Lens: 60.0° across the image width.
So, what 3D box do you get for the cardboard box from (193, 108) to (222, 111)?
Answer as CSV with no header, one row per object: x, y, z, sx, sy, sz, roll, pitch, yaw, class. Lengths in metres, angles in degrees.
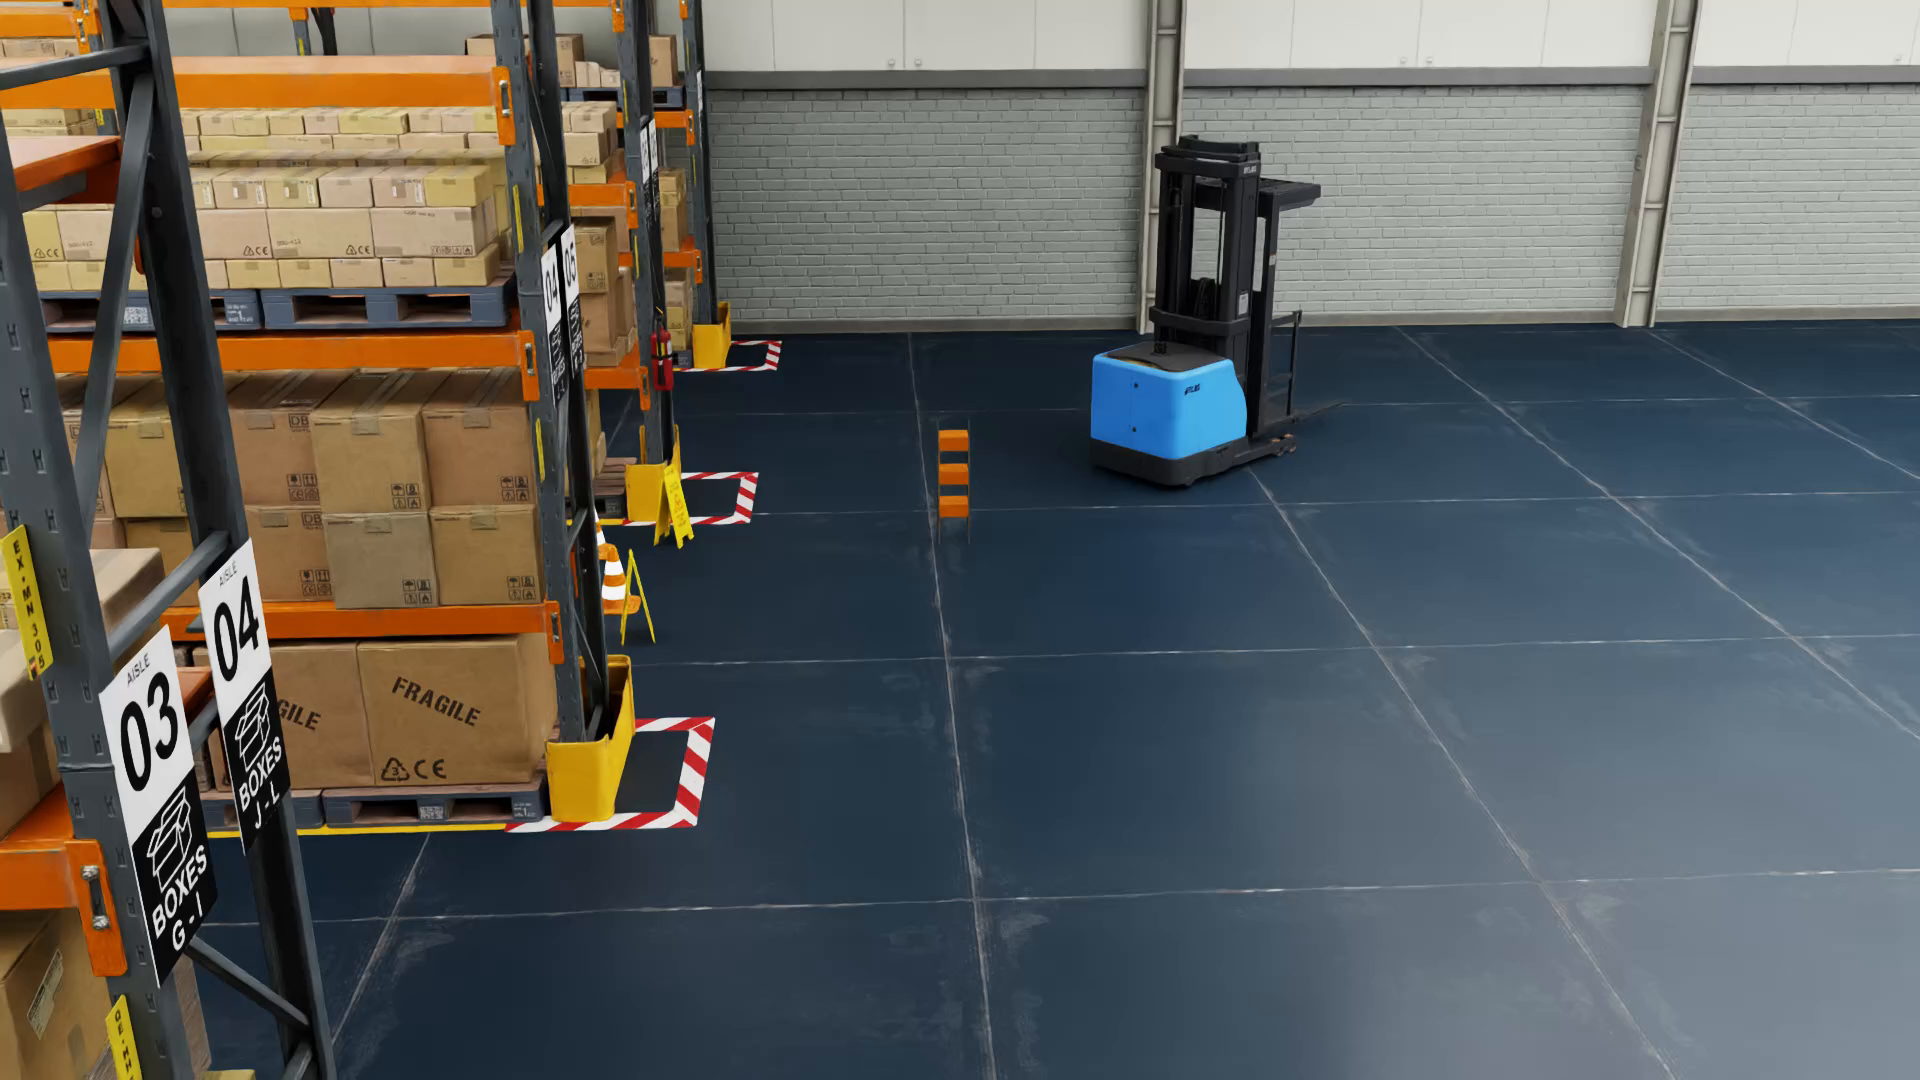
-6.024,-3.459,13.507,0.250,0.149,0.380,-2,21,-4,cardboard box

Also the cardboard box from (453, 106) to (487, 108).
-3.957,-3.477,13.555,0.250,0.149,0.380,-1,21,-3,cardboard box

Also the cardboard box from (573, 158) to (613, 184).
-2.930,-2.944,13.276,0.250,0.149,0.380,-1,21,-3,cardboard box

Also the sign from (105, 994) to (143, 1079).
-2.012,1.263,4.017,0.005,0.325,0.100,-1,21,-3,sign

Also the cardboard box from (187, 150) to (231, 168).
-4.082,-1.986,8.907,0.250,0.149,0.380,-1,21,-2,cardboard box

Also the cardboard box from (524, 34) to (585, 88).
-4.333,-5.140,17.820,0.500,0.500,0.700,-1,21,-3,cardboard box

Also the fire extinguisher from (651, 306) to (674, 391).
-2.449,-1.569,13.635,0.183,0.674,0.296,-1,21,-3,fire extinguisher

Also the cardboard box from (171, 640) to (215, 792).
-4.668,0.860,9.541,0.875,0.875,0.875,-1,21,-3,cardboard box

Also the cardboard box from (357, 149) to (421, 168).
-3.063,-2.006,8.961,0.250,0.149,0.380,-1,21,-4,cardboard box

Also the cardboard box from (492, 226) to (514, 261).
-2.567,-1.644,9.131,0.250,0.149,0.380,-1,21,-3,cardboard box

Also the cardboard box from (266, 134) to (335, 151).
-5.113,-3.087,13.090,0.500,0.250,0.500,-1,21,-3,cardboard box

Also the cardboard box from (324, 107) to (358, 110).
-4.988,-3.476,13.553,0.250,0.149,0.380,-1,21,-2,cardboard box

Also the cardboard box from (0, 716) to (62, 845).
-2.491,0.522,4.029,0.500,0.250,0.500,-1,21,-2,cardboard box

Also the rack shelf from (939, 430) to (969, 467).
-0.053,-0.745,13.334,0.240,0.259,0.215,-1,21,-3,rack shelf

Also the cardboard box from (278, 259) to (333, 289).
-3.279,-1.395,8.476,0.250,0.149,0.380,-1,21,-3,cardboard box

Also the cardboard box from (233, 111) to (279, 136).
-5.464,-3.246,12.949,0.250,0.149,0.380,-1,21,-3,cardboard box

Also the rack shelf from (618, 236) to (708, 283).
-4.873,-3.153,18.697,4.000,0.370,1.077,-1,21,-3,rack shelf

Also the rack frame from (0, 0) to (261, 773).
-2.024,-1.050,3.731,0.127,3.000,1.000,-1,21,-3,rack frame

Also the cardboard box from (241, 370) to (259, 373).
-5.738,-1.500,13.698,0.250,0.149,0.380,-1,21,-3,cardboard box

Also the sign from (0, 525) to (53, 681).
-2.012,0.136,3.588,0.005,0.325,0.100,-1,21,-3,sign

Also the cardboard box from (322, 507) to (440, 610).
-3.122,-0.038,9.293,0.550,0.550,0.875,-1,21,-3,cardboard box

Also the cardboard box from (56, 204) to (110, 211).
-4.298,-1.746,8.278,0.250,0.149,0.380,-1,21,-3,cardboard box

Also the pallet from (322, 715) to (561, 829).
-3.000,1.337,9.812,1.213,0.211,1.003,-1,21,-3,pallet

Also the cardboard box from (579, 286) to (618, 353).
-3.116,-1.843,13.688,0.500,0.500,0.500,-2,21,-4,cardboard box

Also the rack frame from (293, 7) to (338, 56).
-6.870,-6.252,17.395,0.127,3.000,1.000,-1,21,-3,rack frame

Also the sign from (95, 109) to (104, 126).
-6.548,-3.316,12.618,0.005,0.325,0.100,-1,21,-3,sign

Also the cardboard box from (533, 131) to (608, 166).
-3.085,-3.131,13.206,0.500,0.250,0.500,-1,21,-4,cardboard box

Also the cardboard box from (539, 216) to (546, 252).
-3.593,-2.324,13.545,0.500,0.500,0.700,-1,21,-3,cardboard box

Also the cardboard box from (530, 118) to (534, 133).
-3.424,-3.308,13.112,0.250,0.149,0.380,-1,21,-4,cardboard box

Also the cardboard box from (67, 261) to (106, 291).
-4.298,-1.374,8.420,0.250,0.149,0.380,-1,21,-2,cardboard box

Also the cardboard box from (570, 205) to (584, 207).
-4.235,-3.750,18.204,0.250,0.149,0.380,-2,21,-5,cardboard box

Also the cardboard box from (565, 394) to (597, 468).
-3.375,-0.919,14.040,0.500,0.500,0.500,-1,21,-3,cardboard box

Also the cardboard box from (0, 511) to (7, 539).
-5.284,-0.030,9.273,0.550,0.550,0.875,-1,21,-3,cardboard box

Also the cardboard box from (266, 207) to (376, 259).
-3.178,-1.605,8.466,0.500,0.250,0.500,-1,21,-3,cardboard box

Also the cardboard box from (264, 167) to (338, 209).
-3.287,-1.767,8.333,0.250,0.149,0.380,-1,21,-2,cardboard box

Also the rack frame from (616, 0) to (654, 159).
-2.590,-4.570,12.977,0.127,3.000,1.000,-1,21,-3,rack frame

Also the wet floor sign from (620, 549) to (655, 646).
-2.290,0.386,11.700,0.232,0.644,0.267,-5,21,-12,wet floor sign

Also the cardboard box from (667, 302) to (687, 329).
-3.345,-2.554,18.684,0.500,0.250,0.500,-1,21,-4,cardboard box

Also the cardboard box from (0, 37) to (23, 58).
-10.127,-4.987,17.416,0.500,0.500,0.500,-1,21,-3,cardboard box

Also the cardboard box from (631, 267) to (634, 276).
-3.866,-2.954,19.033,0.500,0.250,0.500,-1,21,-3,cardboard box

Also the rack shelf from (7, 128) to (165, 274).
-4.021,-0.671,3.753,4.000,0.370,1.077,-1,21,-3,rack shelf

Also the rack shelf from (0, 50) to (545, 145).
-4.203,-2.250,8.457,4.000,0.370,1.077,-1,21,-3,rack shelf

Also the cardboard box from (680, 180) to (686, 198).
-3.230,-3.965,18.767,0.250,0.149,0.380,-2,21,-4,cardboard box

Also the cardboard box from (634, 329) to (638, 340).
-3.825,-2.312,18.753,0.500,0.250,0.500,-1,21,-3,cardboard box

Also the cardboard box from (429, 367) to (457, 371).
-4.224,-1.515,13.736,0.250,0.149,0.380,-1,21,-4,cardboard box

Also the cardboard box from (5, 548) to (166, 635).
-2.312,0.159,4.421,0.250,0.149,0.380,-1,21,-3,cardboard box

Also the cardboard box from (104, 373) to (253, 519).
-4.211,-0.527,9.061,0.500,0.550,0.875,-1,21,-3,cardboard box

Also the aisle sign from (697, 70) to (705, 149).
-2.794,-4.641,17.943,0.004,0.787,0.394,-1,21,-3,aisle sign

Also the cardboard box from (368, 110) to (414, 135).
-4.440,-3.269,13.007,0.250,0.149,0.380,-1,21,-2,cardboard box

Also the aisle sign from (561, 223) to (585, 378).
-2.153,-1.333,9.253,0.004,0.787,0.394,-1,21,-3,aisle sign

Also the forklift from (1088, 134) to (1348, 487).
2.584,-2.277,15.483,3.031,2.935,1.130,-19,28,-41,forklift

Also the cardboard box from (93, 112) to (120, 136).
-7.189,-3.344,13.593,0.500,0.250,0.500,-2,21,-5,cardboard box

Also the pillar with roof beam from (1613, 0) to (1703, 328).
8.603,-5.354,15.036,0.400,9.000,9.100,-1,21,-3,pillar with roof beam

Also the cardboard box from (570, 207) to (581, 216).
-4.383,-3.455,18.340,0.500,0.500,0.500,-2,21,-4,cardboard box

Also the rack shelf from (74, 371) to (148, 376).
-8.580,-1.308,13.853,4.000,0.370,1.077,-1,21,-3,rack shelf

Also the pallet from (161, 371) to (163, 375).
-8.824,-2.090,18.815,1.213,0.211,1.003,-1,21,-3,pallet

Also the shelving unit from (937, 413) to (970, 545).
-0.053,-0.490,13.431,0.252,1.050,0.215,-1,21,-3,shelving unit
